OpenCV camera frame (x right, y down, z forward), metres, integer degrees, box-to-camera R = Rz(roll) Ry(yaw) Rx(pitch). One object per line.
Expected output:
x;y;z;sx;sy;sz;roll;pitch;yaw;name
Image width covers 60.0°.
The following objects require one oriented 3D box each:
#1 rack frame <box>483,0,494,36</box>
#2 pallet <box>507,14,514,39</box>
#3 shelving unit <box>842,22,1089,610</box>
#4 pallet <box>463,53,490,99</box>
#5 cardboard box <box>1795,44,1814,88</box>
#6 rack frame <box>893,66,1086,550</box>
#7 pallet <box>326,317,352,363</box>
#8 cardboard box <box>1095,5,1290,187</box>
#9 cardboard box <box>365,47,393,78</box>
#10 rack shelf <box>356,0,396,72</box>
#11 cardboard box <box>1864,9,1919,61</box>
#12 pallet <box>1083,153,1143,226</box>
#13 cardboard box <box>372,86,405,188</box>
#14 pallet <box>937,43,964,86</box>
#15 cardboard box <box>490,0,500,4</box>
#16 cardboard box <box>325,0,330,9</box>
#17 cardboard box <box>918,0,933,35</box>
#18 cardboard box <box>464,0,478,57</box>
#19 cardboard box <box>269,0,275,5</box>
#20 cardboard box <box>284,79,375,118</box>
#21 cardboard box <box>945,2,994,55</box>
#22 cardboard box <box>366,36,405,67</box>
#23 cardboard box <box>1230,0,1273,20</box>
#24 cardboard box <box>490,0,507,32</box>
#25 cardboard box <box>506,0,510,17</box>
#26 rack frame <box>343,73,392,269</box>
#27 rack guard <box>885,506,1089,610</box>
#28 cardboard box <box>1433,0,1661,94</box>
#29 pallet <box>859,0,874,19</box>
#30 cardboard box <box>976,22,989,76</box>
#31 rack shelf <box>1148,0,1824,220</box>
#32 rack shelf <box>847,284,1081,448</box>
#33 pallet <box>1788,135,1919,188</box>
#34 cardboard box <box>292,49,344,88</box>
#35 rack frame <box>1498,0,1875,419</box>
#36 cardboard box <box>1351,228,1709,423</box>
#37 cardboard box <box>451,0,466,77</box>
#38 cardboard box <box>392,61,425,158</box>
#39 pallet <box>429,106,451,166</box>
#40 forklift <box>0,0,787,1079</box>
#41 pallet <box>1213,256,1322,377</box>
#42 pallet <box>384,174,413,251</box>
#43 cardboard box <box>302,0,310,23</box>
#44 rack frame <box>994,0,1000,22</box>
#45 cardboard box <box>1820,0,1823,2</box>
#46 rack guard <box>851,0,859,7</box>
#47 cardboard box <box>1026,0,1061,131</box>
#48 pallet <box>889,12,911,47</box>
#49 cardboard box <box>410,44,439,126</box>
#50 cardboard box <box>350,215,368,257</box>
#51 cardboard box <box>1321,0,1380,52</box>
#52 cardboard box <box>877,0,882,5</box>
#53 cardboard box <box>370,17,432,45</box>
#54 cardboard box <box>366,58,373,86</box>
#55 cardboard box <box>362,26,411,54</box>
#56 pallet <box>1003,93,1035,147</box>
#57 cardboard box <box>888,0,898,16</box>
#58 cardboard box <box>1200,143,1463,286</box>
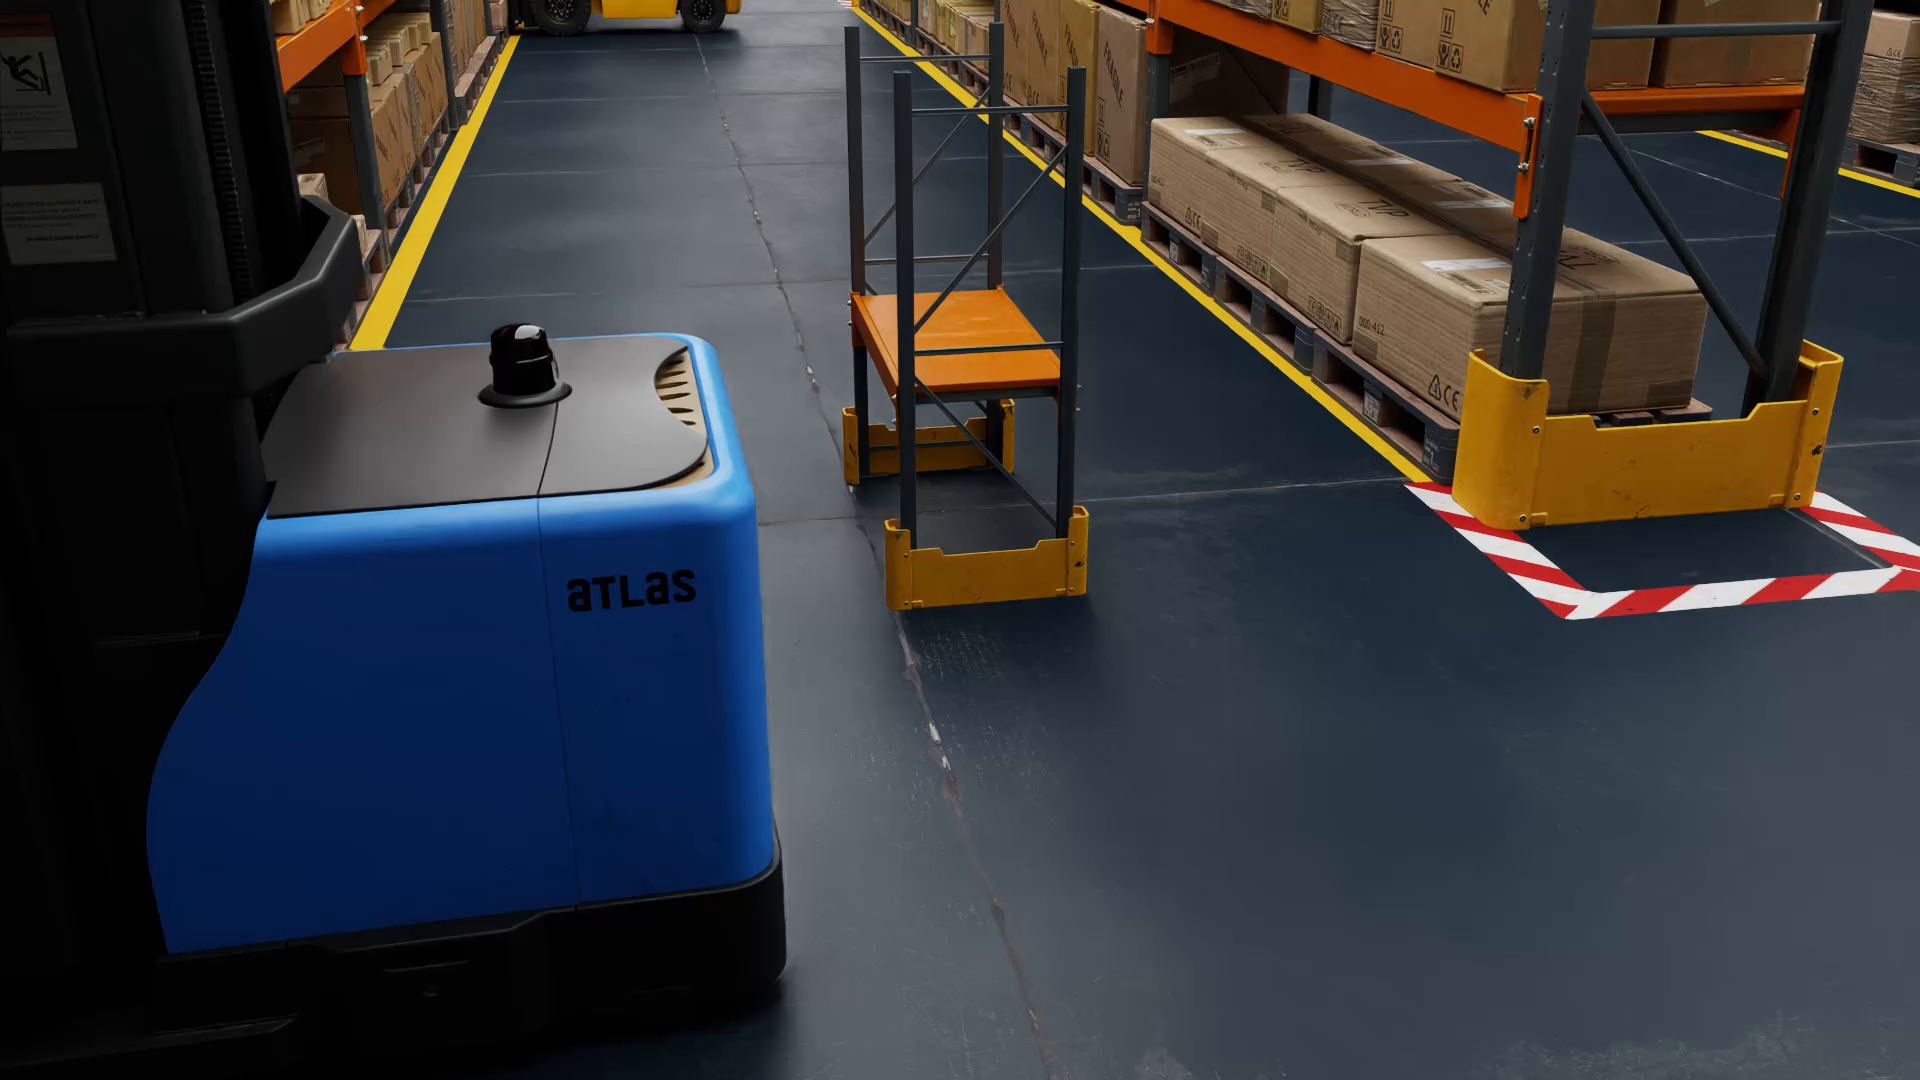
-4.858;-5.871;14.946;1.000;3.000;0.127;-4;24;-10;rack frame
-5.193;-5.390;17.328;1.003;0.211;1.213;-4;24;-10;pallet
-0.014;-0.717;5.018;0.587;1.500;1.083;-4;24;-10;shelving unit
-4.454;-3.826;13.746;1.003;0.211;1.213;-4;24;-10;pallet
5.866;-3.021;11.017;0.500;0.500;0.500;-5;24;-11;cardboard box
0.078;-0.521;4.569;0.500;1.500;0.032;-4;24;-10;rack frame
-3.024;-0.696;6.579;1.003;0.211;1.213;-4;24;-10;pallet
1.305;-2.550;9.471;0.875;0.875;0.875;-4;24;-8;cardboard box
-3.487;-2.739;9.561;0.380;0.149;0.250;-3;24;-8;cardboard box
-3.748;-3.182;9.686;1.077;0.370;4.000;-4;24;-10;rack shelf
5.959;-3.164;10.409;0.500;0.250;0.500;-5;24;-11;cardboard box
1.282;-2.114;9.826;1.003;0.211;1.213;-4;24;-10;pallet
-3.355;-2.187;9.109;0.500;0.500;0.500;-5;24;-10;cardboard box
0.394;-4.175;14.546;1.003;0.211;1.213;-4;24;-10;pallet
-4.644;-5.246;15.800;0.500;0.250;0.500;-4;24;-10;cardboard box
-3.002;-2.402;7.316;0.380;0.149;0.250;-4;24;-8;cardboard box
0.119;-5.022;15.760;0.950;0.372;0.625;-4;24;-9;cardboard box
-4.615;-4.465;14.169;0.875;0.625;0.625;-5;24;-10;cardboard box
-2.764;-2.014;5.930;0.500;0.250;0.500;-5;24;-11;cardboard box
-3.183;-2.230;8.395;0.380;0.149;0.250;-3;24;-7;cardboard box
0.385;-4.466;14.487;0.950;0.372;0.625;-4;24;-8;cardboard box
-3.560;-2.943;10.029;0.380;0.149;0.250;-5;24;-12;cardboard box
1.503;-2.541;7.195;0.500;0.500;0.500;-4;24;-9;cardboard box
-4.622;-5.019;15.904;0.500;0.250;0.500;-4;24;-9;cardboard box
-4.841;-5.418;16.818;0.500;0.250;0.500;-4;24;-9;cardboard box
-3.379;-2.725;7.741;1.000;3.000;0.127;-4;24;-10;rack frame
0.078;0.051;4.820;0.587;0.250;0.087;-4;24;-10;rack guard
1.889;-1.736;5.352;0.500;0.500;0.500;-4;24;-9;cardboard box
-0.591;-6.184;19.145;1.003;0.211;1.213;-4;24;-10;pallet
0.664;-3.878;13.140;0.950;0.372;0.625;-6;24;-13;cardboard box
1.869;-1.977;6.928;1.077;0.370;4.000;-4;24;-10;rack shelf
-0.016;-0.556;5.099;0.538;0.185;1.000;-4;24;-10;rack shelf
6.199;-2.528;10.774;1.003;0.211;1.213;-4;24;-10;pallet
-3.243;-2.361;8.326;0.380;0.149;0.250;-5;24;-11;cardboard box
2.238;-1.520;4.983;1.000;3.000;0.127;-4;24;-10;rack frame
2.018;-0.791;5.989;0.875;0.438;0.875;-5;24;-12;cardboard box
-4.349;-3.905;12.886;0.875;0.625;0.625;-4;24;-8;cardboard box
-3.533;-2.588;10.027;0.500;0.500;0.500;-5;24;-12;cardboard box
-4.017;-2.724;11.223;1.003;0.211;1.213;-4;24;-10;pallet
-1.906;-0.510;2.756;3.031;2.935;1.130;-5;24;-11;forklift
1.791;-1.030;7.344;1.003;0.211;1.213;-4;24;-10;pallet
-3.566;-1.764;9.025;1.003;0.211;1.213;-4;24;-10;pallet
-2.908;-2.196;6.845;0.380;0.149;0.250;-4;24;-8;cardboard box
0.759;-4.667;12.188;1.000;3.000;0.127;-4;24;-10;rack frame
5.765;-3.574;11.348;0.500;0.250;0.500;-5;24;-12;cardboard box
-0.706;-6.638;19.824;1.175;0.500;0.348;-4;24;-10;rack guard
0.966;-3.257;11.089;0.875;0.875;0.875;-4;24;-9;cardboard box
-0.140;-5.224;16.947;1.003;0.211;1.213;-4;24;-10;pallet
-3.747;-2.997;10.963;0.500;0.500;0.500;-5;24;-11;cardboard box
-2.987;-1.413;7.775;0.380;0.149;0.250;-5;24;-11;cardboard box
1.706;-2.136;6.269;0.500;0.500;0.500;-4;24;-8;cardboard box
-0.643;-5.993;18.135;0.500;0.250;0.500;-3;24;-6;cardboard box
-3.697;-3.362;10.987;0.380;0.149;0.250;-6;24;-12;cardboard box
-3.433;-2.540;9.105;0.380;0.149;0.250;-5;24;-11;cardboard box
-3.688;-3.148;10.497;0.380;0.149;0.250;-4;24;-8;cardboard box
0.831;-3.073;12.023;1.003;0.211;1.213;-4;24;-10;pallet
-0.462;-5.594;17.221;0.500;0.250;0.500;-5;24;-11;cardboard box
1.676;-1.505;7.624;0.875;0.438;0.875;-5;24;-11;cardboard box
